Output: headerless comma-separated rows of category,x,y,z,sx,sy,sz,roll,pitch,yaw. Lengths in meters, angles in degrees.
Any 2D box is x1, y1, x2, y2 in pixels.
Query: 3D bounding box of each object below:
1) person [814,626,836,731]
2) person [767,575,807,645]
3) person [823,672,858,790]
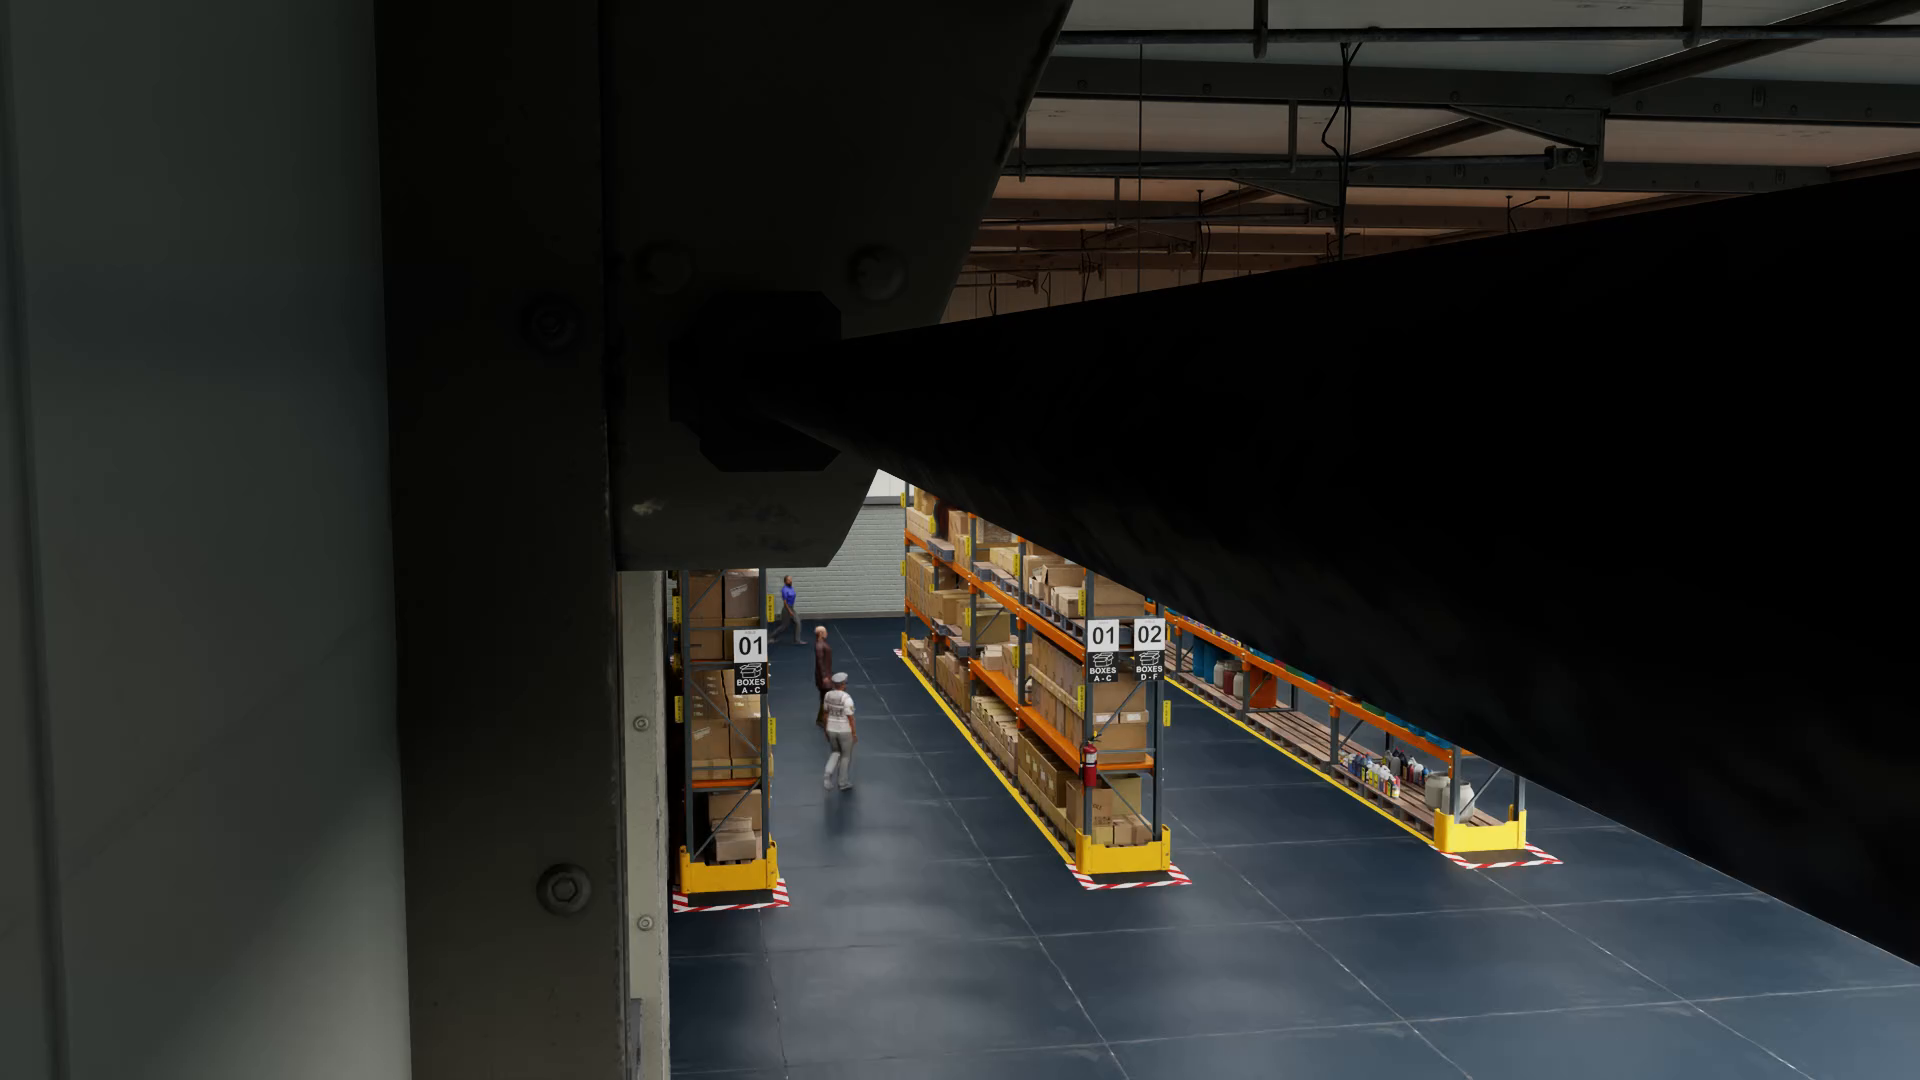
person,-2.352,2.421,29.218,0.457,1.856,0.640,1,6,5
person,-3.935,1.608,37.852,0.864,1.583,0.510,0,6,4
person,-1.805,2.862,24.879,0.550,1.778,0.501,4,7,31
